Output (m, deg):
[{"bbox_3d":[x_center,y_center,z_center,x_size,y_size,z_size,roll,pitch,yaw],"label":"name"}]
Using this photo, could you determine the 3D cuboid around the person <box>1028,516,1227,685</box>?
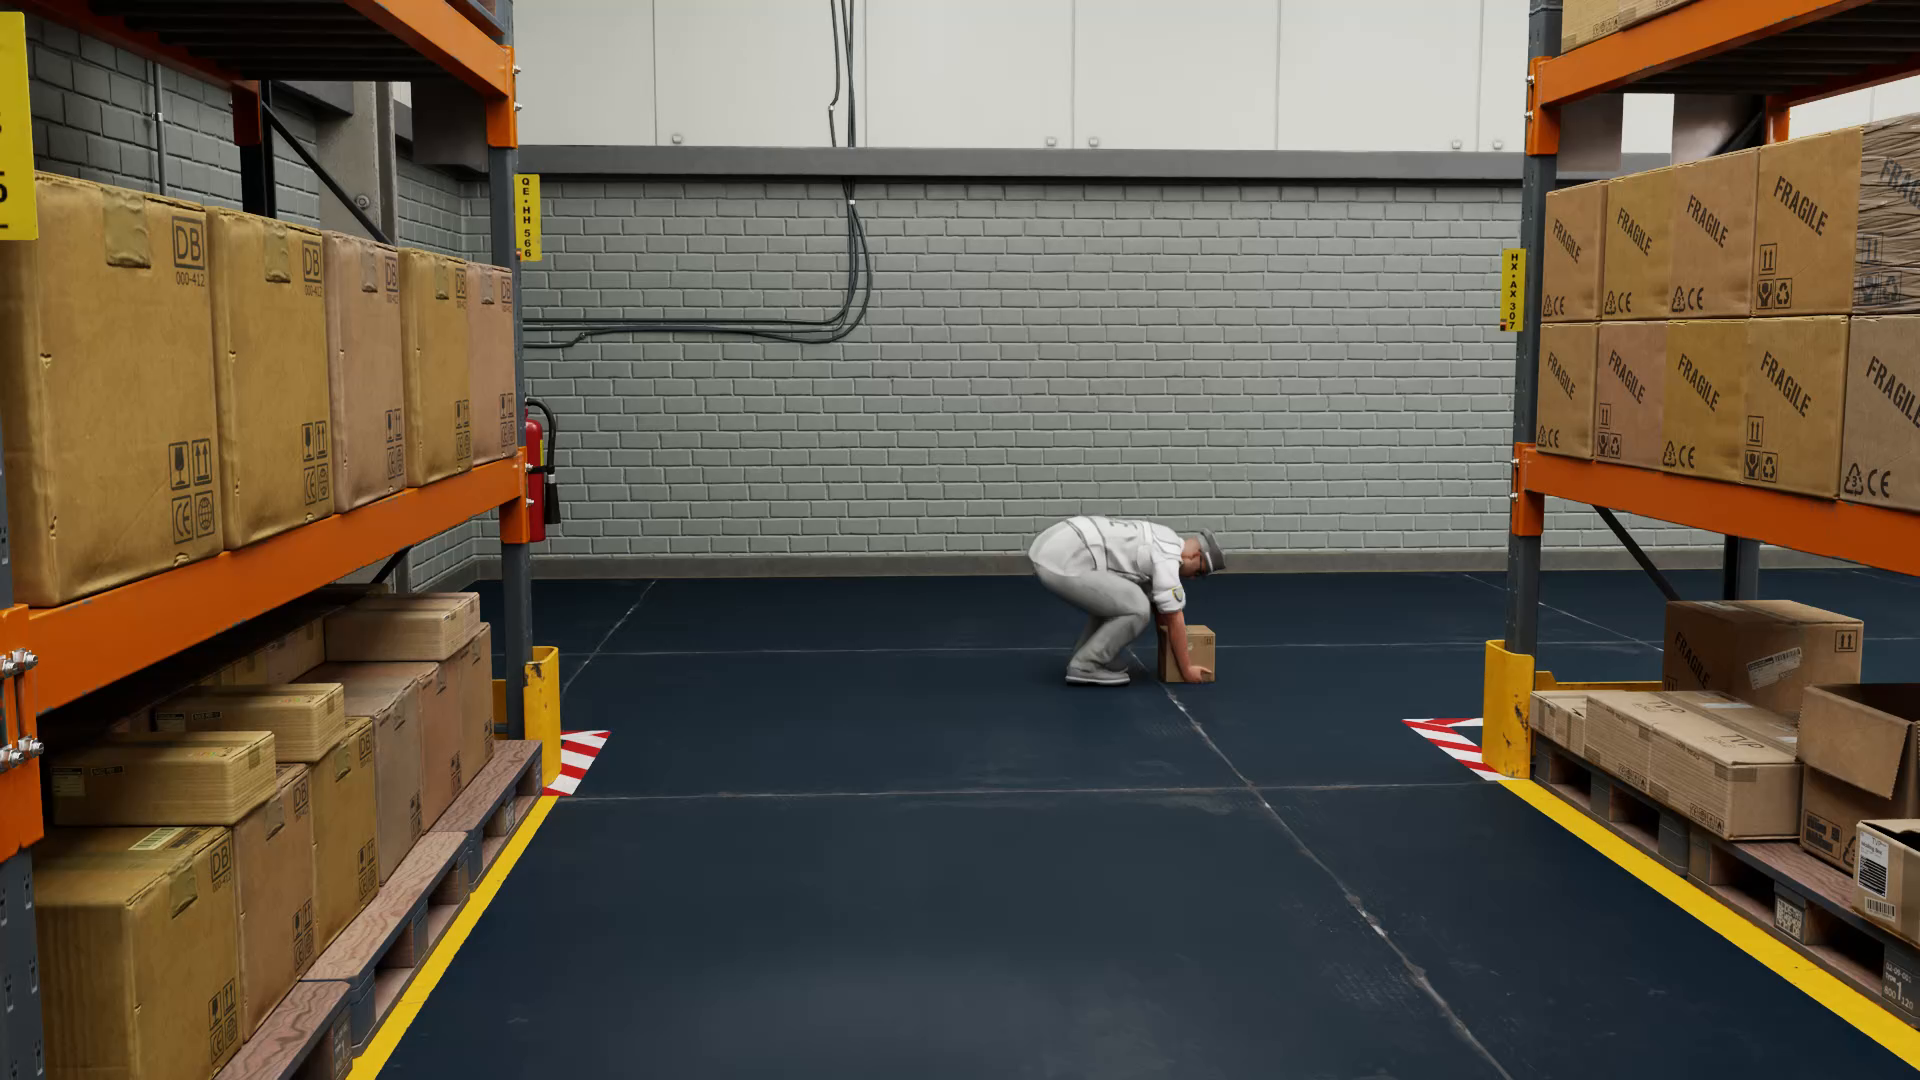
[{"bbox_3d":[0.869,0.307,8.554,1.031,0.865,0.524,-1,7,-6],"label":"person"}]
